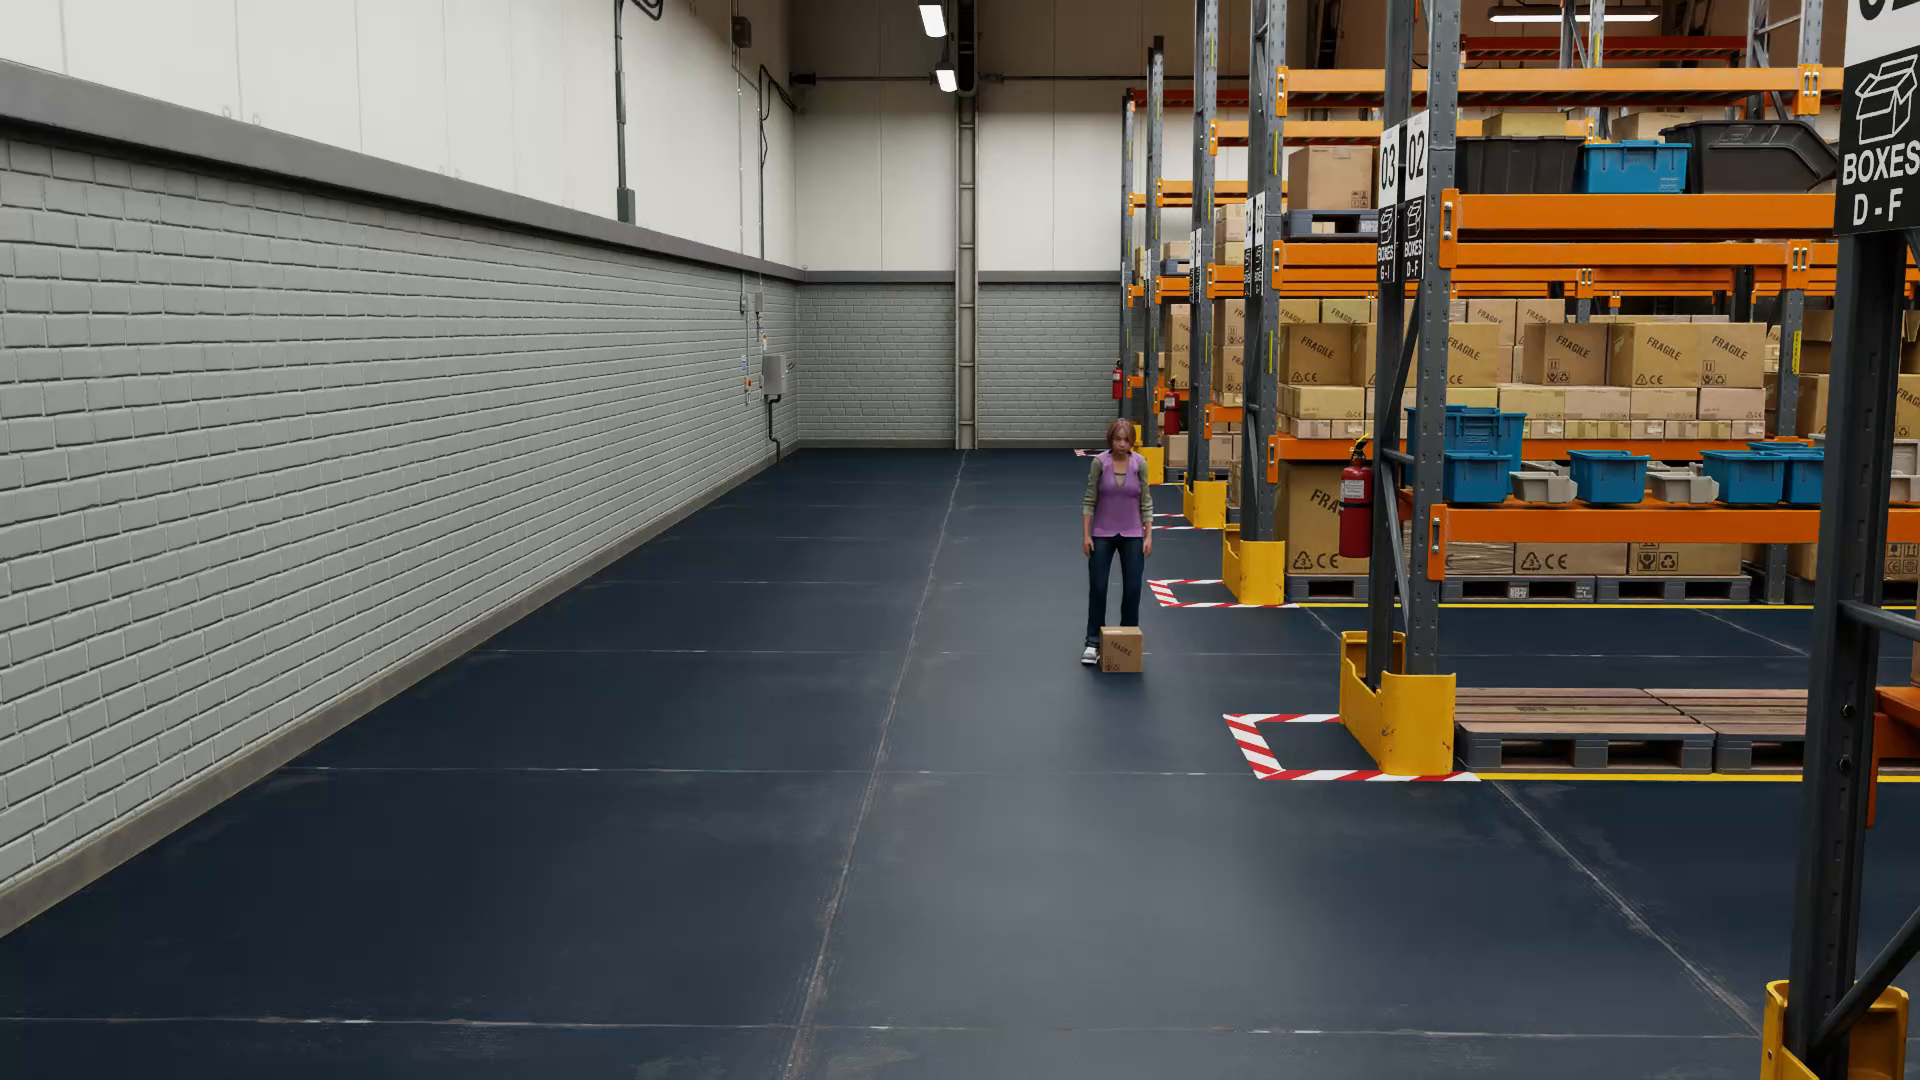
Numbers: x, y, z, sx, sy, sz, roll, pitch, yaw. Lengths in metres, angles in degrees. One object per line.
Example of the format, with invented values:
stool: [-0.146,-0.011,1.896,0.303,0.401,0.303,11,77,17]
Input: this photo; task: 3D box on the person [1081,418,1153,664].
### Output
person: [1.023,0.004,10.797,0.461,1.593,0.343,0,7,2]
